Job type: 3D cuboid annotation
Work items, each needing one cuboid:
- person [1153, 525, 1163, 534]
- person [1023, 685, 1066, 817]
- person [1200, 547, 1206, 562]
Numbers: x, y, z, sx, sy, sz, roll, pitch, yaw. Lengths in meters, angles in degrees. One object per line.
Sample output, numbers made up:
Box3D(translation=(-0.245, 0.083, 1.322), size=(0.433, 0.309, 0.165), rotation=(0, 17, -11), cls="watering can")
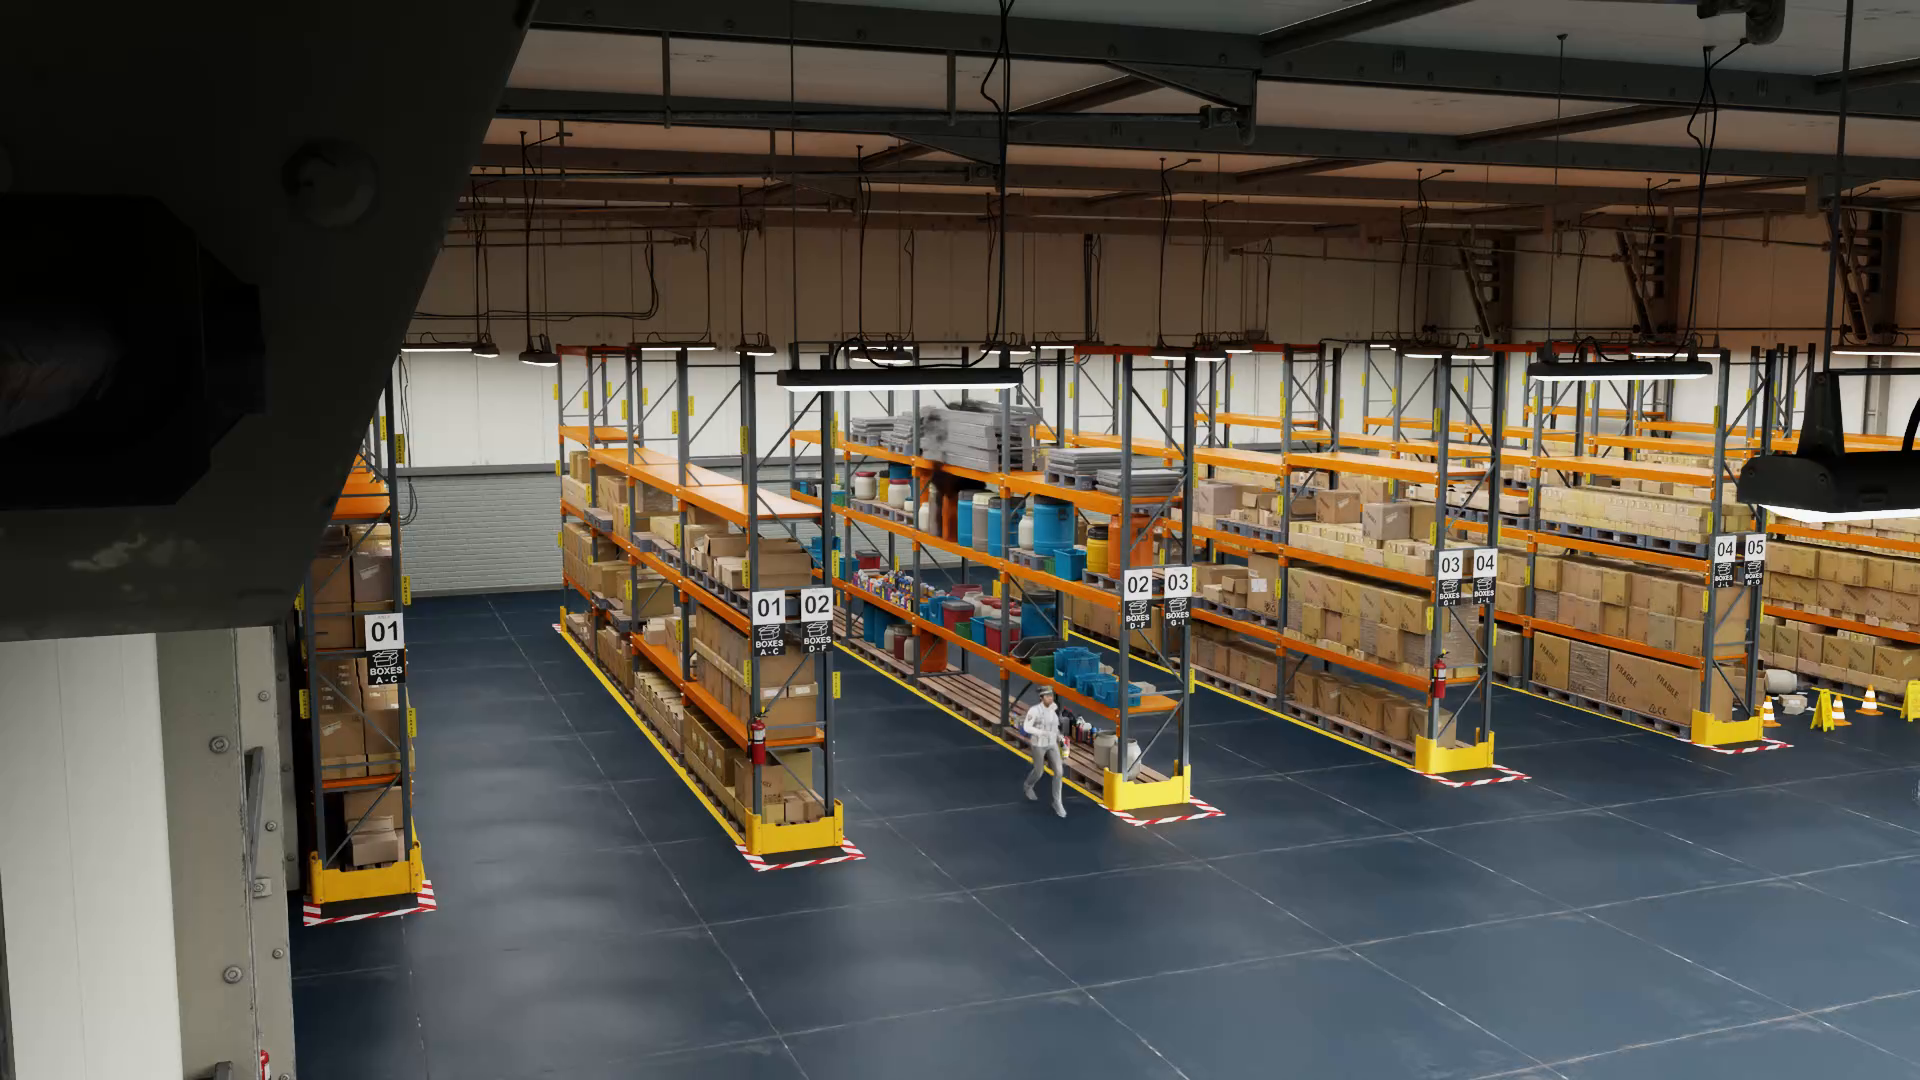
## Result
Box3D(translation=(4.595, 0.324, 40.251), size=(0.728, 1.766, 0.929), rotation=(4, 8, 31), cls="person")
Box3D(translation=(1.103, 2.725, 21.930), size=(0.644, 1.706, 0.899), rotation=(-4, 8, -27), cls="person")
Box3D(translation=(6.258, 0.119, 42.078), size=(0.763, 1.812, 0.689), rotation=(-6, 10, -41), cls="person")
